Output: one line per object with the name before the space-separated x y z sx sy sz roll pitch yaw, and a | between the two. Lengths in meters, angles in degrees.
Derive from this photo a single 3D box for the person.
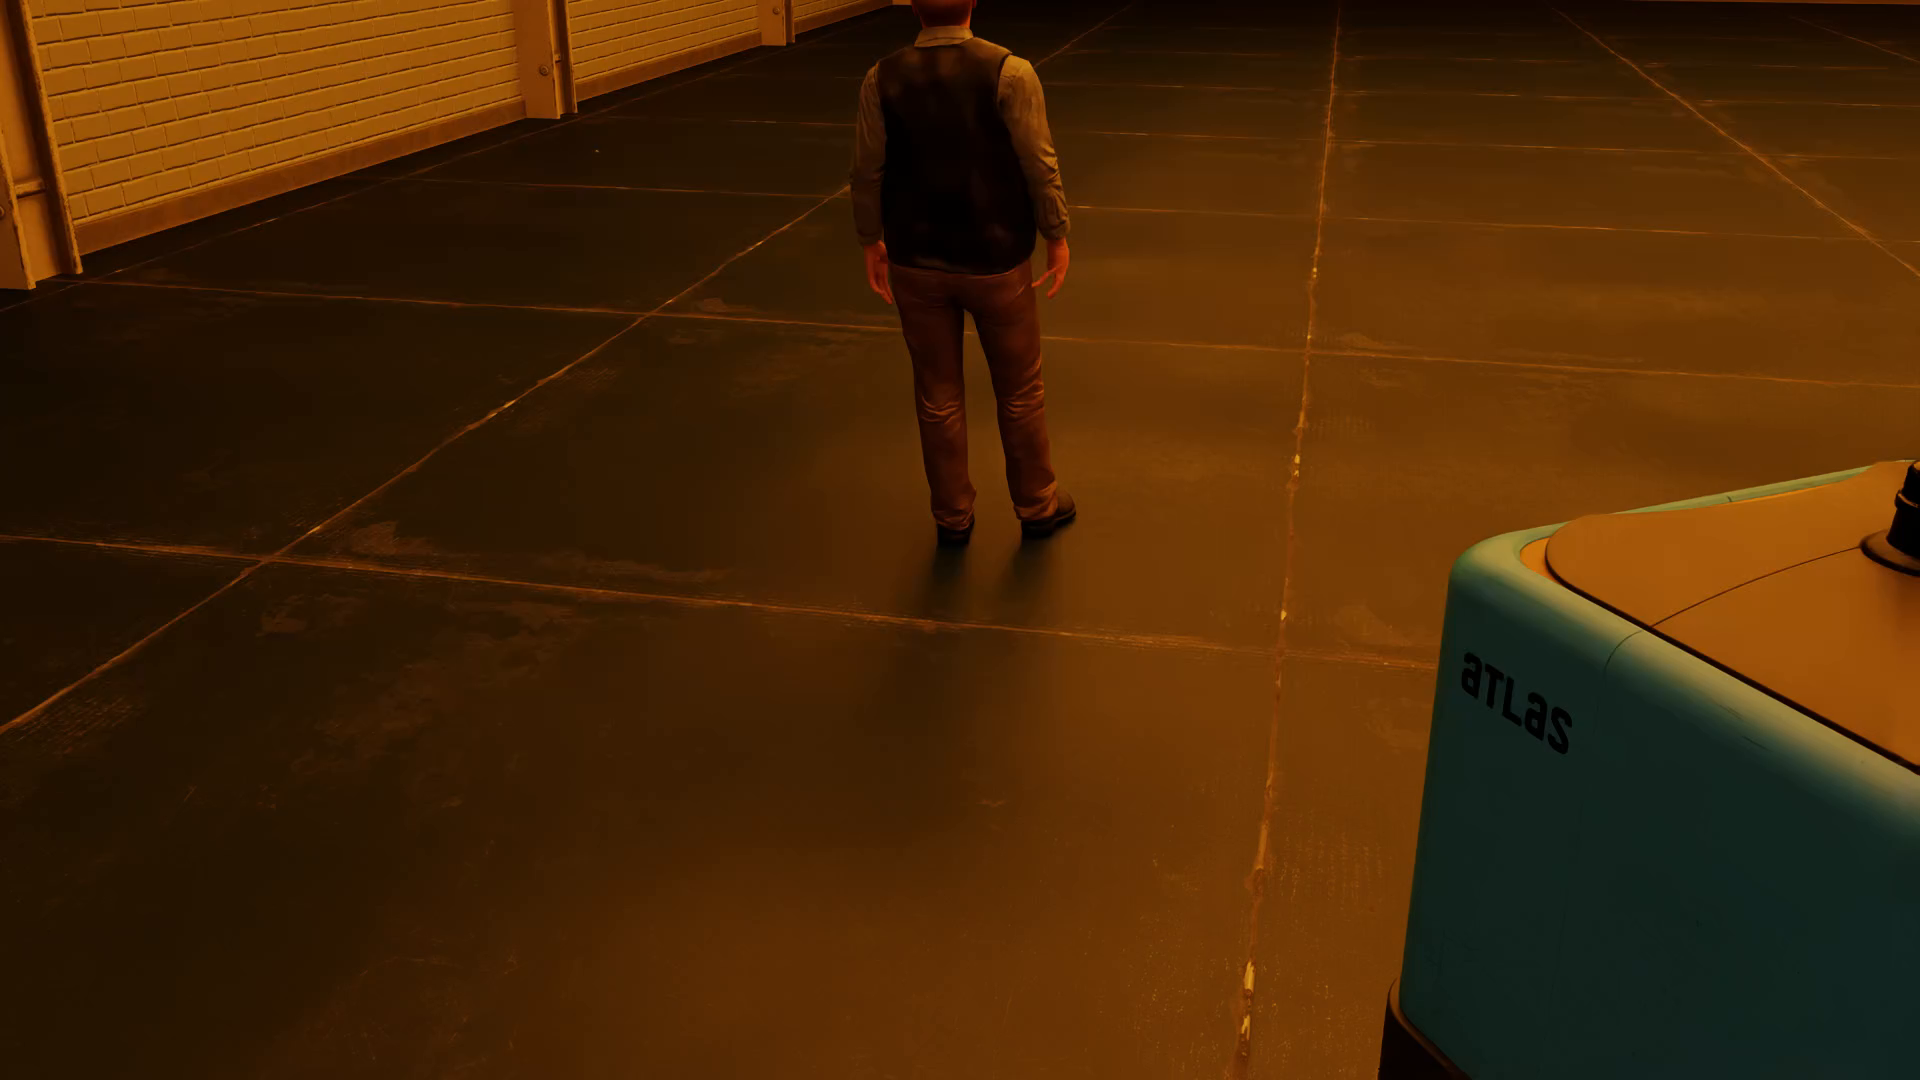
person | 0.021 -0.826 4.877 0.633 1.722 0.566 5 23 11

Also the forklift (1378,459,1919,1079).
forklift | 1.708 0.076 1.079 1.130 2.935 3.031 -9 24 -21
